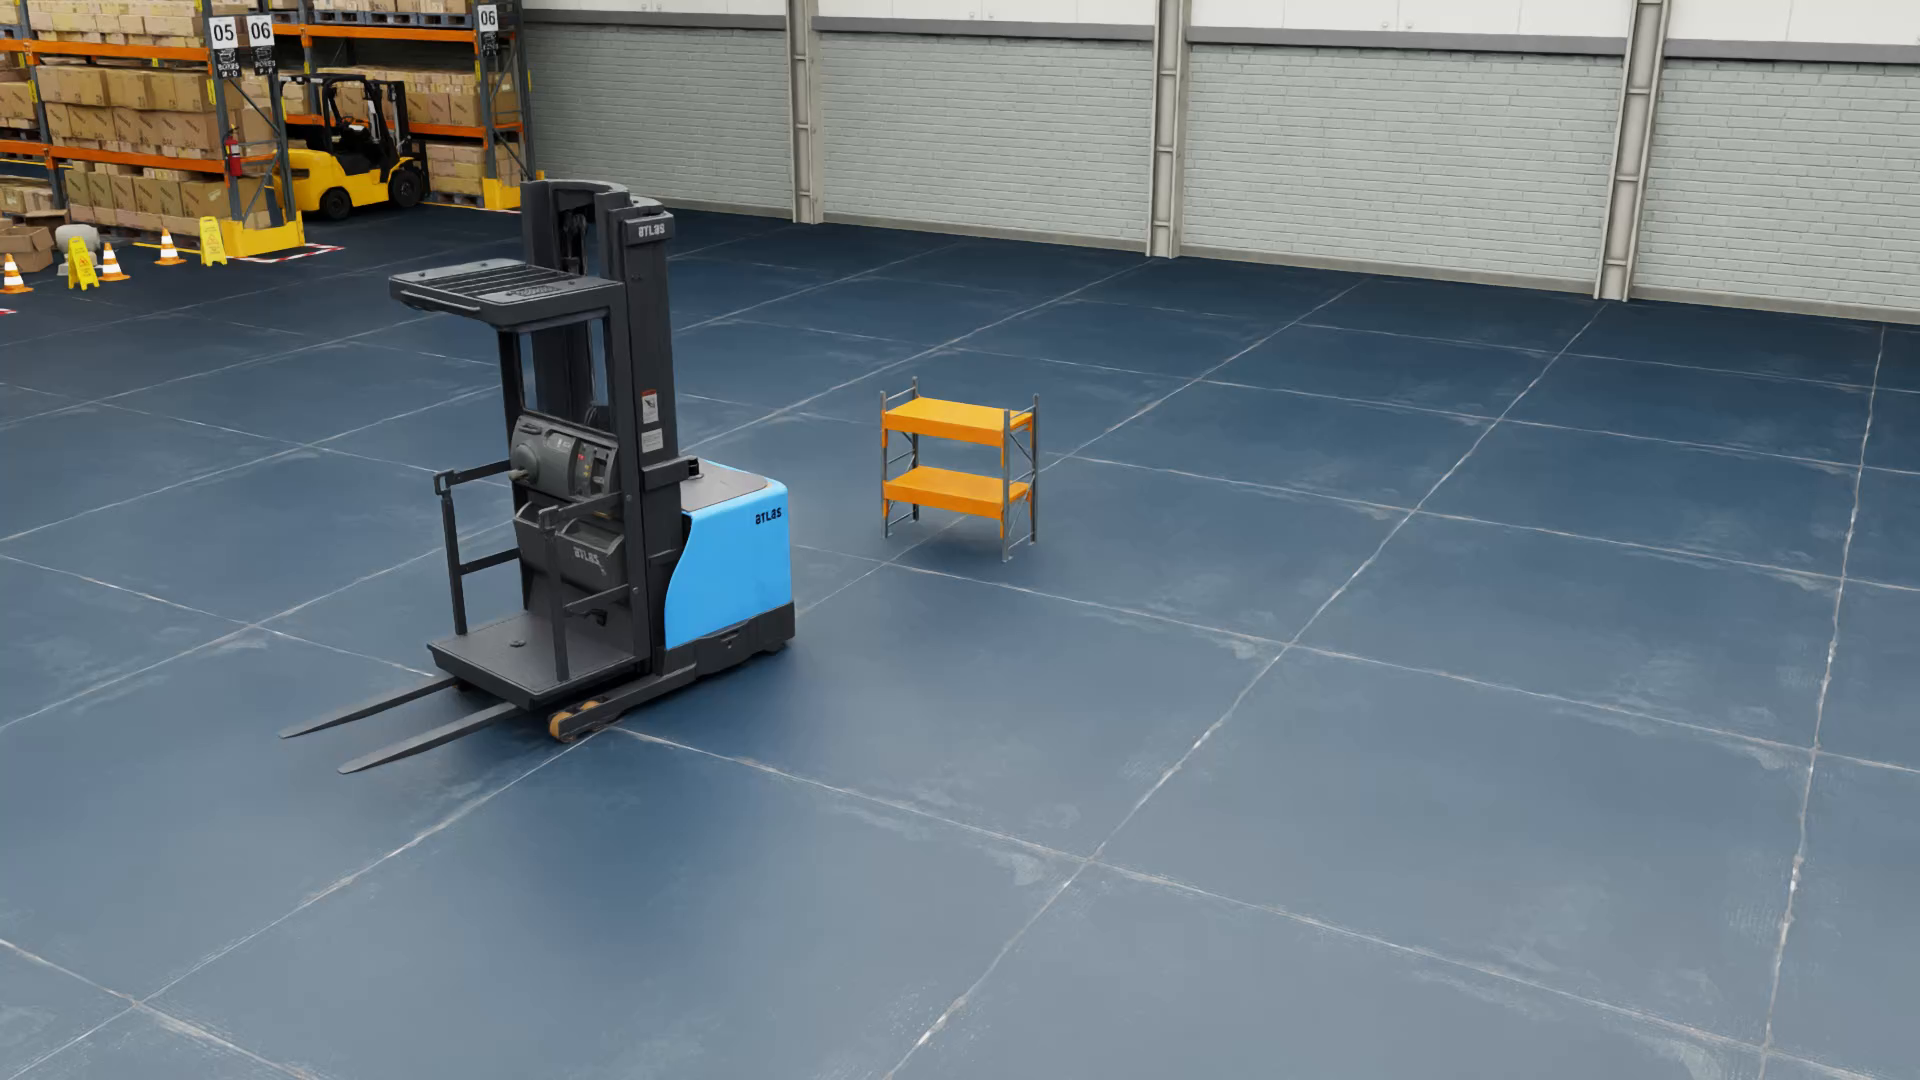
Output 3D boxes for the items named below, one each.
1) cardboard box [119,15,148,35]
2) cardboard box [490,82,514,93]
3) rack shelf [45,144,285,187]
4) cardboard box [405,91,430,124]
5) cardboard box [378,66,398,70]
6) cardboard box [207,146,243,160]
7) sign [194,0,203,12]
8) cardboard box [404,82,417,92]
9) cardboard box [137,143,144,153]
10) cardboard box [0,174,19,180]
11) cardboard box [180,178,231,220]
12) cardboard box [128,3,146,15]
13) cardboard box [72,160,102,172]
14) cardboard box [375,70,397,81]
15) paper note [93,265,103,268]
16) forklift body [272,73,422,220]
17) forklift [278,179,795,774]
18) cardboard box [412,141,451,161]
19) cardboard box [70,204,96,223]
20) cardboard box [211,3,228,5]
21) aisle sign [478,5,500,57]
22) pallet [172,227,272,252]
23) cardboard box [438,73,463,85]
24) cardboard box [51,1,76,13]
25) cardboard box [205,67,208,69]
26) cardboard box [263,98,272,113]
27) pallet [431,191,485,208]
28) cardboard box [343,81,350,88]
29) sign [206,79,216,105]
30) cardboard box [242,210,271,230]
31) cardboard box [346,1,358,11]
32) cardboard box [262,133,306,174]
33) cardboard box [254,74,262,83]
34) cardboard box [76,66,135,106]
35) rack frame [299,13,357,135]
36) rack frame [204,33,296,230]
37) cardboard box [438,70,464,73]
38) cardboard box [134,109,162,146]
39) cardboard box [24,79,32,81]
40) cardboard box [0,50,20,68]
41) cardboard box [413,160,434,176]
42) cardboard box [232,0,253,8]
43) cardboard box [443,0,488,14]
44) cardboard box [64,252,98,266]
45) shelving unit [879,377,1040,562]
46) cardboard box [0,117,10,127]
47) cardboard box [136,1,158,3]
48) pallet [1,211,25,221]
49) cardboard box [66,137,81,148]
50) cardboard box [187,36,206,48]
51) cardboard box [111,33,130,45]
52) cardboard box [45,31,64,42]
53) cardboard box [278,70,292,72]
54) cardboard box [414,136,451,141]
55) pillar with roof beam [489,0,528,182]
[{"bbox_3d":[-11.339,-7.199,23.197,0.500,0.250,0.500,12,23,29],"label":"cardboard box"},{"bbox_3d":[-7.619,-7.510,27.571,0.250,0.149,0.380,10,22,26],"label":"cardboard box"},{"bbox_3d":[-11.613,-5.540,24.294,4.000,0.370,1.077,11,23,27],"label":"rack shelf"},{"bbox_3d":[-8.903,-7.249,27.803,0.500,0.500,0.500,10,22,26],"label":"cardboard box"},{"bbox_3d":[-9.830,-8.101,28.764,0.250,0.149,0.380,10,22,26],"label":"cardboard box"},{"bbox_3d":[-10.297,-5.426,23.293,0.250,0.149,0.380,12,23,29],"label":"cardboard box"},{"bbox_3d":[-10.155,-7.210,22.146,0.005,0.325,0.100,11,23,27],"label":"sign"},{"bbox_3d":[-9.020,-7.556,27.699,0.250,0.149,0.380,11,23,28],"label":"cardboard box"},{"bbox_3d":[-11.622,-5.686,24.010,0.250,0.149,0.380,11,23,27],"label":"cardboard box"},{"bbox_3d":[-15.714,-5.621,26.700,0.625,0.372,0.950,10,22,26],"label":"cardboard box"},{"bbox_3d":[-10.693,-4.859,23.677,0.500,0.500,0.500,11,23,28],"label":"cardboard box"},{"bbox_3d":[-11.366,-7.424,23.232,0.250,0.149,0.380,10,22,26],"label":"cardboard box"},{"bbox_3d":[-12.895,-5.556,24.649,0.250,0.149,0.380,11,23,28],"label":"cardboard box"},{"bbox_3d":[-9.644,-7.849,28.070,0.250,0.149,0.380,11,23,27],"label":"cardboard box"},{"bbox_3d":[-11.663,-3.715,22.561,0.142,0.019,0.148,3,20,9],"label":"paper note"},{"bbox_3d":[-9.994,-6.397,26.847,1.214,2.155,2.313,11,23,27],"label":"forklift body"},{"bbox_3d":[-2.389,-0.446,9.295,1.130,2.935,3.031,17,26,38],"label":"forklift"},{"bbox_3d":[-8.897,-6.547,27.964,0.500,0.250,0.500,11,23,28],"label":"cardboard box"},{"bbox_3d":[-12.975,-4.937,24.994,0.500,0.250,0.500,10,22,25],"label":"cardboard box"},{"bbox_3d":[-10.305,-7.370,23.083,0.250,0.149,0.380,11,23,27],"label":"cardboard box"},{"bbox_3d":[-7.535,-8.148,26.616,0.004,0.787,0.394,11,23,27],"label":"aisle sign"},{"bbox_3d":[-10.625,-4.393,24.166,1.213,0.211,1.003,11,23,27],"label":"pallet"},{"bbox_3d":[-8.337,-7.580,27.328,0.250,0.149,0.380,11,23,28],"label":"cardboard box"},{"bbox_3d":[-12.776,-7.647,23.848,0.250,0.149,0.380,10,22,26],"label":"cardboard box"},{"bbox_3d":[-13.768,-8.702,30.859,0.250,0.149,0.380,11,23,29],"label":"cardboard box"},{"bbox_3d":[-11.950,-7.707,29.432,0.500,0.250,0.500,11,22,27],"label":"cardboard box"},{"bbox_3d":[-8.137,-5.828,28.122,1.213,0.211,1.003,11,23,27],"label":"pallet"},{"bbox_3d":[-10.323,-7.832,28.460,0.250,0.149,0.380,11,23,27],"label":"cardboard box"},{"bbox_3d":[-10.155,-6.077,22.557,0.005,0.325,0.100,11,23,27],"label":"sign"},{"bbox_3d":[-10.436,-4.667,24.249,0.500,0.250,0.500,11,22,27],"label":"cardboard box"},{"bbox_3d":[-10.027,-8.933,27.799,0.250,0.149,0.380,12,23,29],"label":"cardboard box"},{"bbox_3d":[-12.076,-6.985,30.089,0.625,0.625,0.875,11,22,27],"label":"cardboard box"},{"bbox_3d":[-12.262,-8.192,29.453,0.250,0.149,0.380,10,22,26],"label":"cardboard box"},{"bbox_3d":[-12.220,-6.547,23.966,0.500,0.500,0.700,10,22,26],"label":"cardboard box"},{"bbox_3d":[-10.941,-7.689,29.164,0.127,3.000,1.000,11,23,27],"label":"rack frame"},{"bbox_3d":[-9.867,-5.546,23.255,0.127,3.000,1.000,11,23,27],"label":"rack frame"},{"bbox_3d":[-8.539,-7.810,27.964,0.250,0.149,0.380,12,23,29],"label":"cardboard box"},{"bbox_3d":[-11.345,-5.910,23.675,0.500,0.500,0.500,11,23,27],"label":"cardboard box"},{"bbox_3d":[-14.066,-6.842,25.628,0.500,0.500,0.500,11,23,27],"label":"cardboard box"},{"bbox_3d":[-19.096,-9.768,33.579,0.500,0.500,0.500,10,22,26],"label":"cardboard box"},{"bbox_3d":[-8.920,-6.318,28.067,0.500,0.250,0.500,10,22,26],"label":"cardboard box"},{"bbox_3d":[-12.362,-9.477,29.063,0.500,0.311,0.500,10,22,25],"label":"cardboard box"},{"bbox_3d":[-7.954,-8.727,26.716,0.500,0.500,0.500,12,23,29],"label":"cardboard box"},{"bbox_3d":[-11.995,-3.822,22.684,0.380,0.149,0.250,-11,23,-29],"label":"cardboard box"},{"bbox_3d":[-0.006,-0.530,12.176,1.048,1.125,0.538,11,23,27],"label":"shelving unit"},{"bbox_3d":[-14.407,-6.375,25.293,0.250,0.149,0.380,10,22,26],"label":"cardboard box"},{"bbox_3d":[-11.575,-7.661,23.885,0.250,0.149,0.380,11,23,28],"label":"cardboard box"},{"bbox_3d":[-15.108,-5.232,26.478,1.213,0.211,1.003,11,23,27],"label":"pallet"},{"bbox_3d":[-12.994,-5.918,24.650,0.250,0.149,0.380,12,23,29],"label":"cardboard box"},{"bbox_3d":[-10.315,-6.814,22.720,0.250,0.149,0.380,11,23,28],"label":"cardboard box"},{"bbox_3d":[-11.677,-7.056,23.388,0.250,0.149,0.380,10,22,27],"label":"cardboard box"},{"bbox_3d":[-13.006,-7.317,24.108,0.250,0.149,0.380,11,23,27],"label":"cardboard box"},{"bbox_3d":[-12.231,-8.391,30.001,0.250,0.149,0.380,11,22,27],"label":"cardboard box"},{"bbox_3d":[-9.090,-6.791,28.637,0.500,0.250,0.500,10,22,26],"label":"cardboard box"},{"bbox_3d":[-9.717,-8.947,23.833,0.400,9.000,9.100,11,23,27],"label":"pillar with roof beam"}]
